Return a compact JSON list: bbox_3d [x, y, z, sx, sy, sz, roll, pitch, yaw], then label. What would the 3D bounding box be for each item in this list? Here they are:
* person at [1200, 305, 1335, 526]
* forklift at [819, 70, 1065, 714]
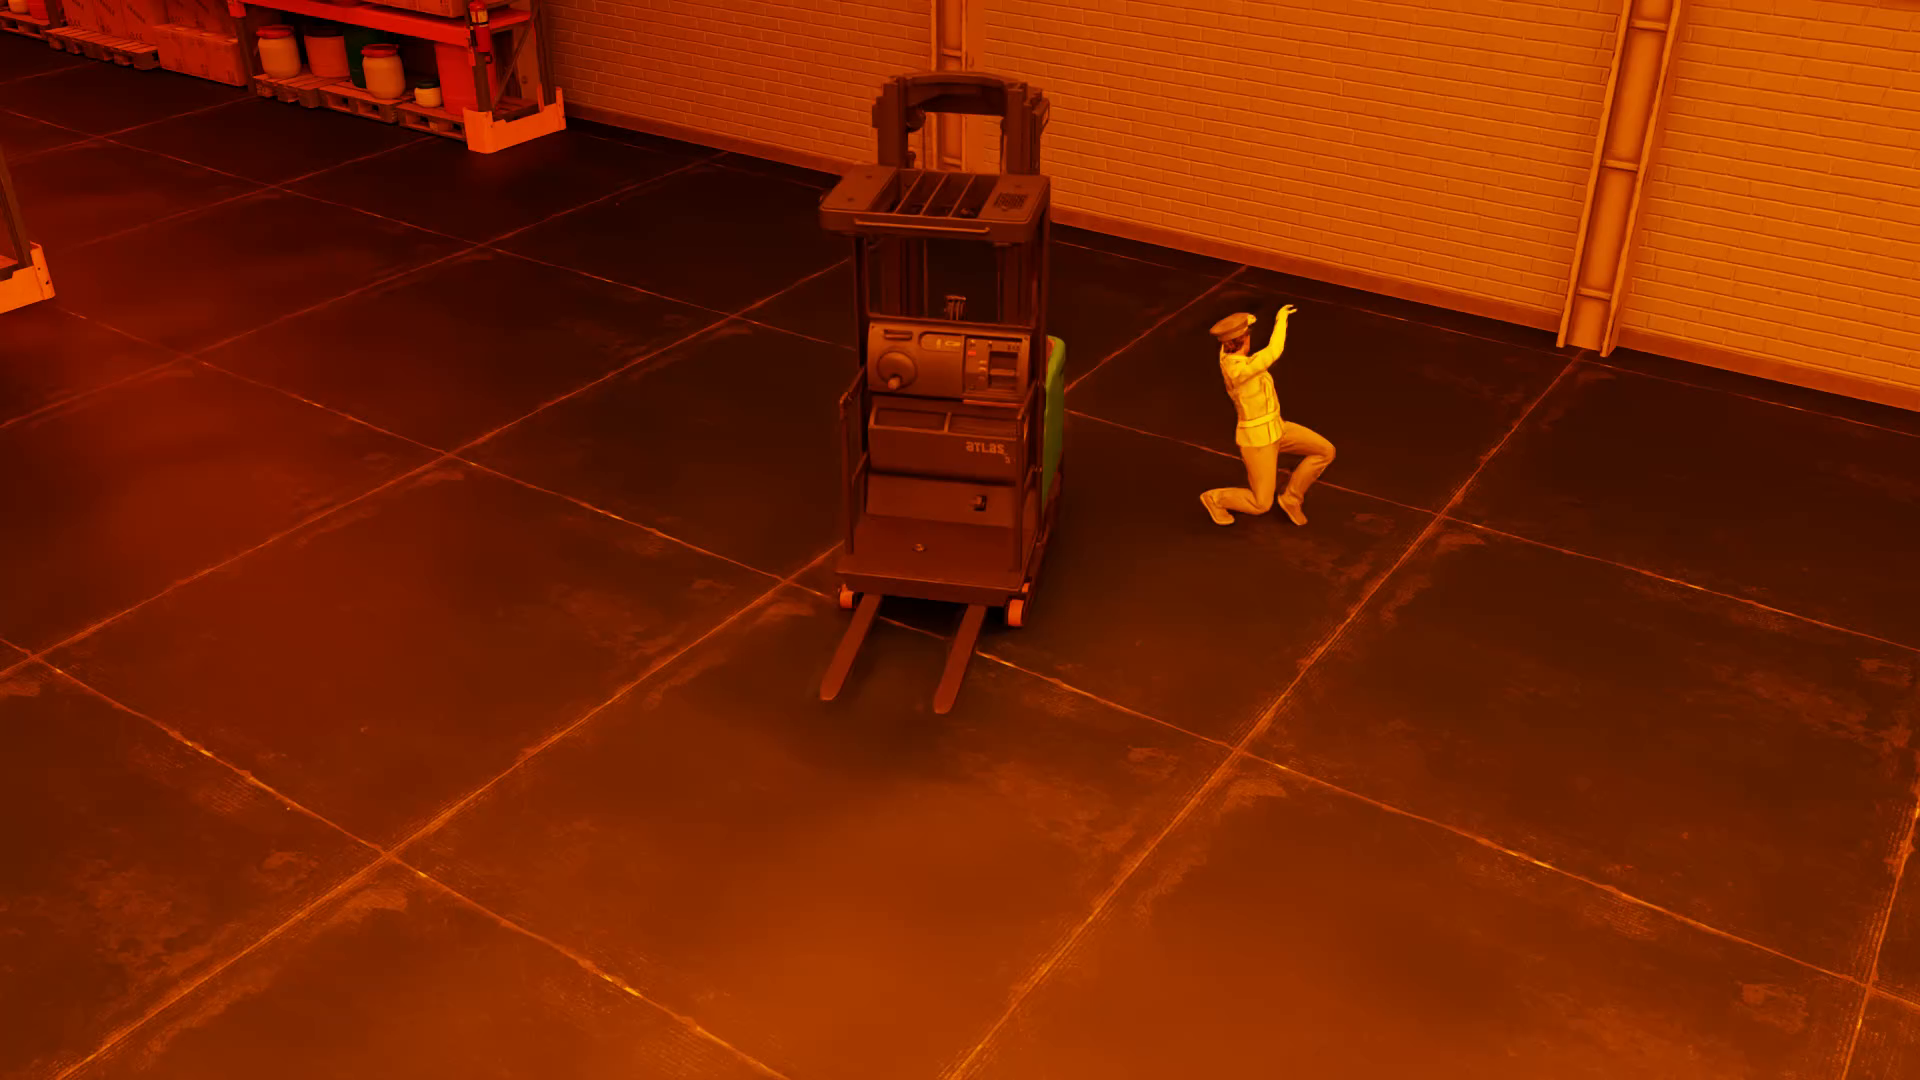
[{"bbox_3d":[1.998,-0.839,10.509,0.829,1.494,1.002,10,32,17],"label":"person"},{"bbox_3d":[-0.106,-0.963,9.239,1.130,2.935,3.031,6,31,10],"label":"forklift"}]
